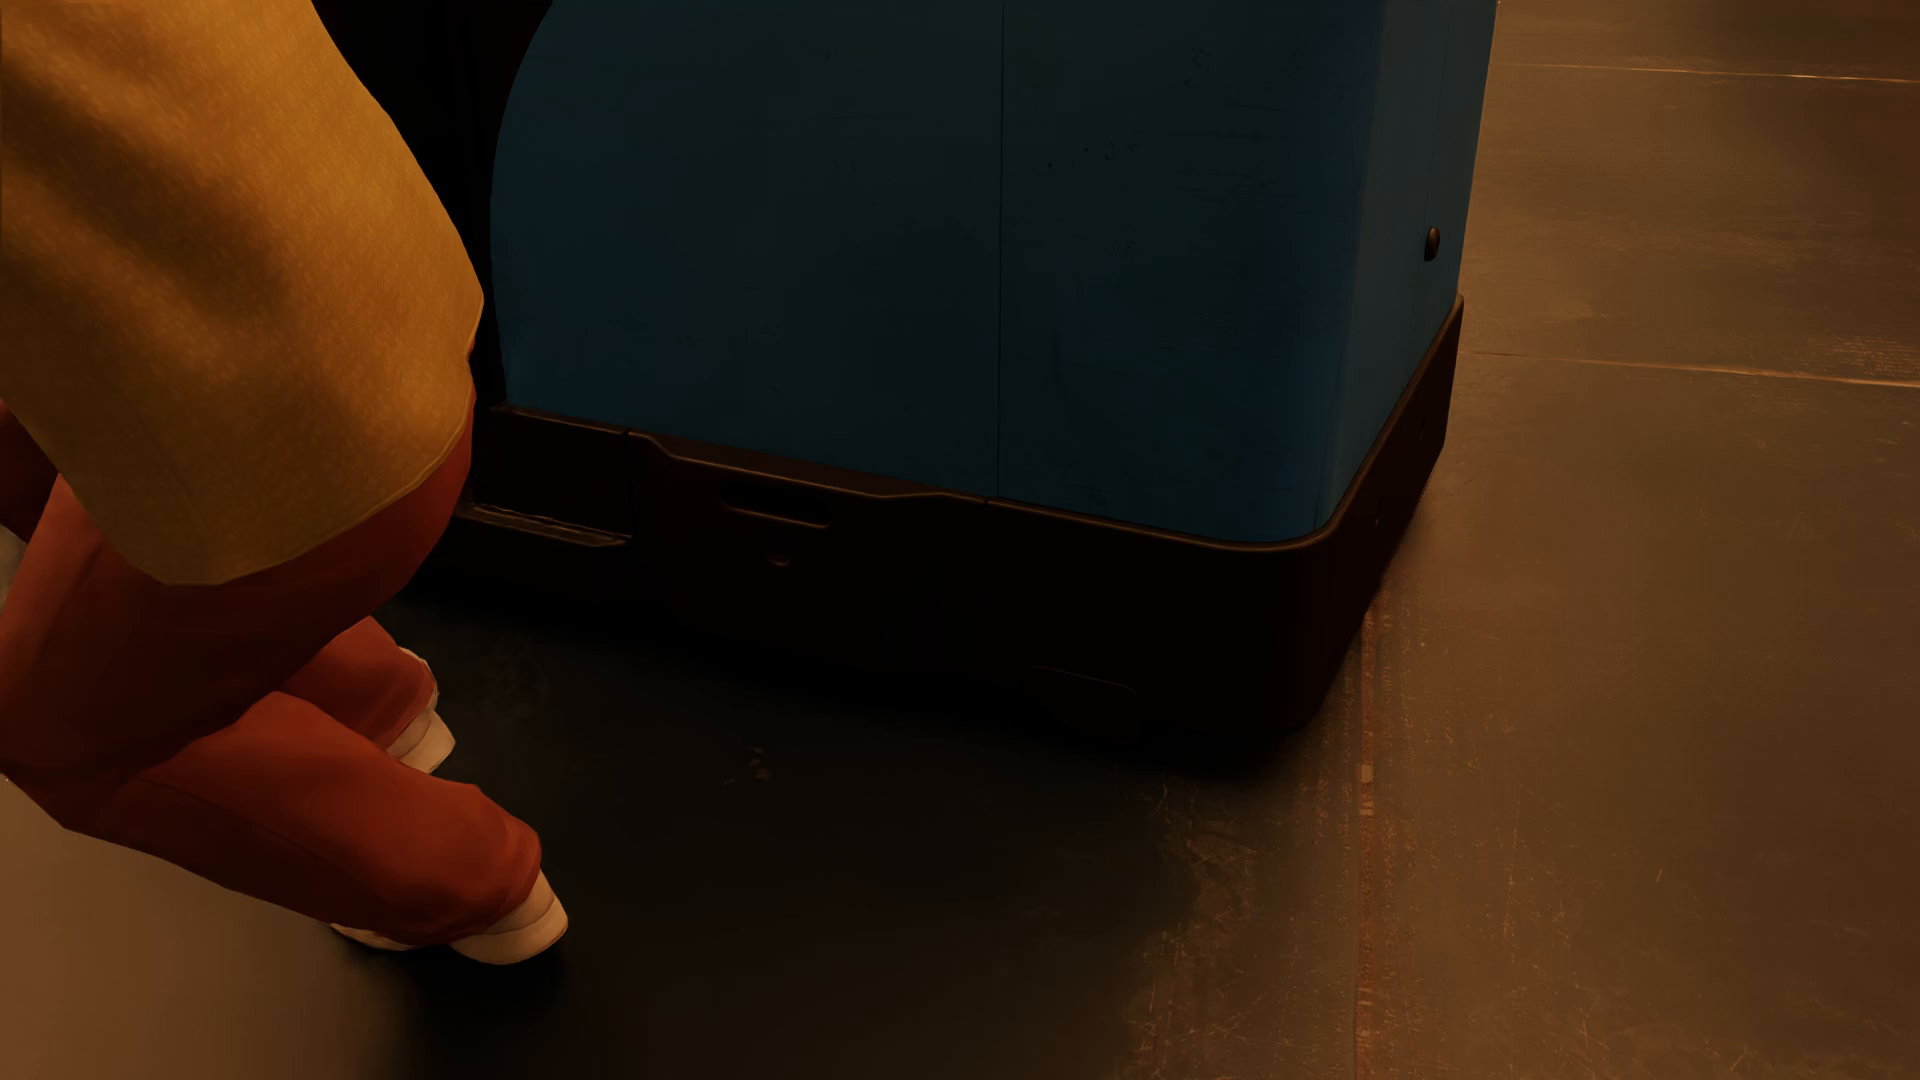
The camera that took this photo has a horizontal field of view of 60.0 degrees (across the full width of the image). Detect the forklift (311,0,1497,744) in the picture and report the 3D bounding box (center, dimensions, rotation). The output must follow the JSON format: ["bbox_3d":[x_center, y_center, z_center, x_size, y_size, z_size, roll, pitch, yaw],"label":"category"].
[{"bbox_3d":[-0.789,-1.500,2.219,3.031,2.935,1.130,12,29,22],"label":"forklift"}]

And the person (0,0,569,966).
[{"bbox_3d":[-0.730,-0.155,1.218,0.819,1.434,0.990,-1,27,-1],"label":"person"}]
